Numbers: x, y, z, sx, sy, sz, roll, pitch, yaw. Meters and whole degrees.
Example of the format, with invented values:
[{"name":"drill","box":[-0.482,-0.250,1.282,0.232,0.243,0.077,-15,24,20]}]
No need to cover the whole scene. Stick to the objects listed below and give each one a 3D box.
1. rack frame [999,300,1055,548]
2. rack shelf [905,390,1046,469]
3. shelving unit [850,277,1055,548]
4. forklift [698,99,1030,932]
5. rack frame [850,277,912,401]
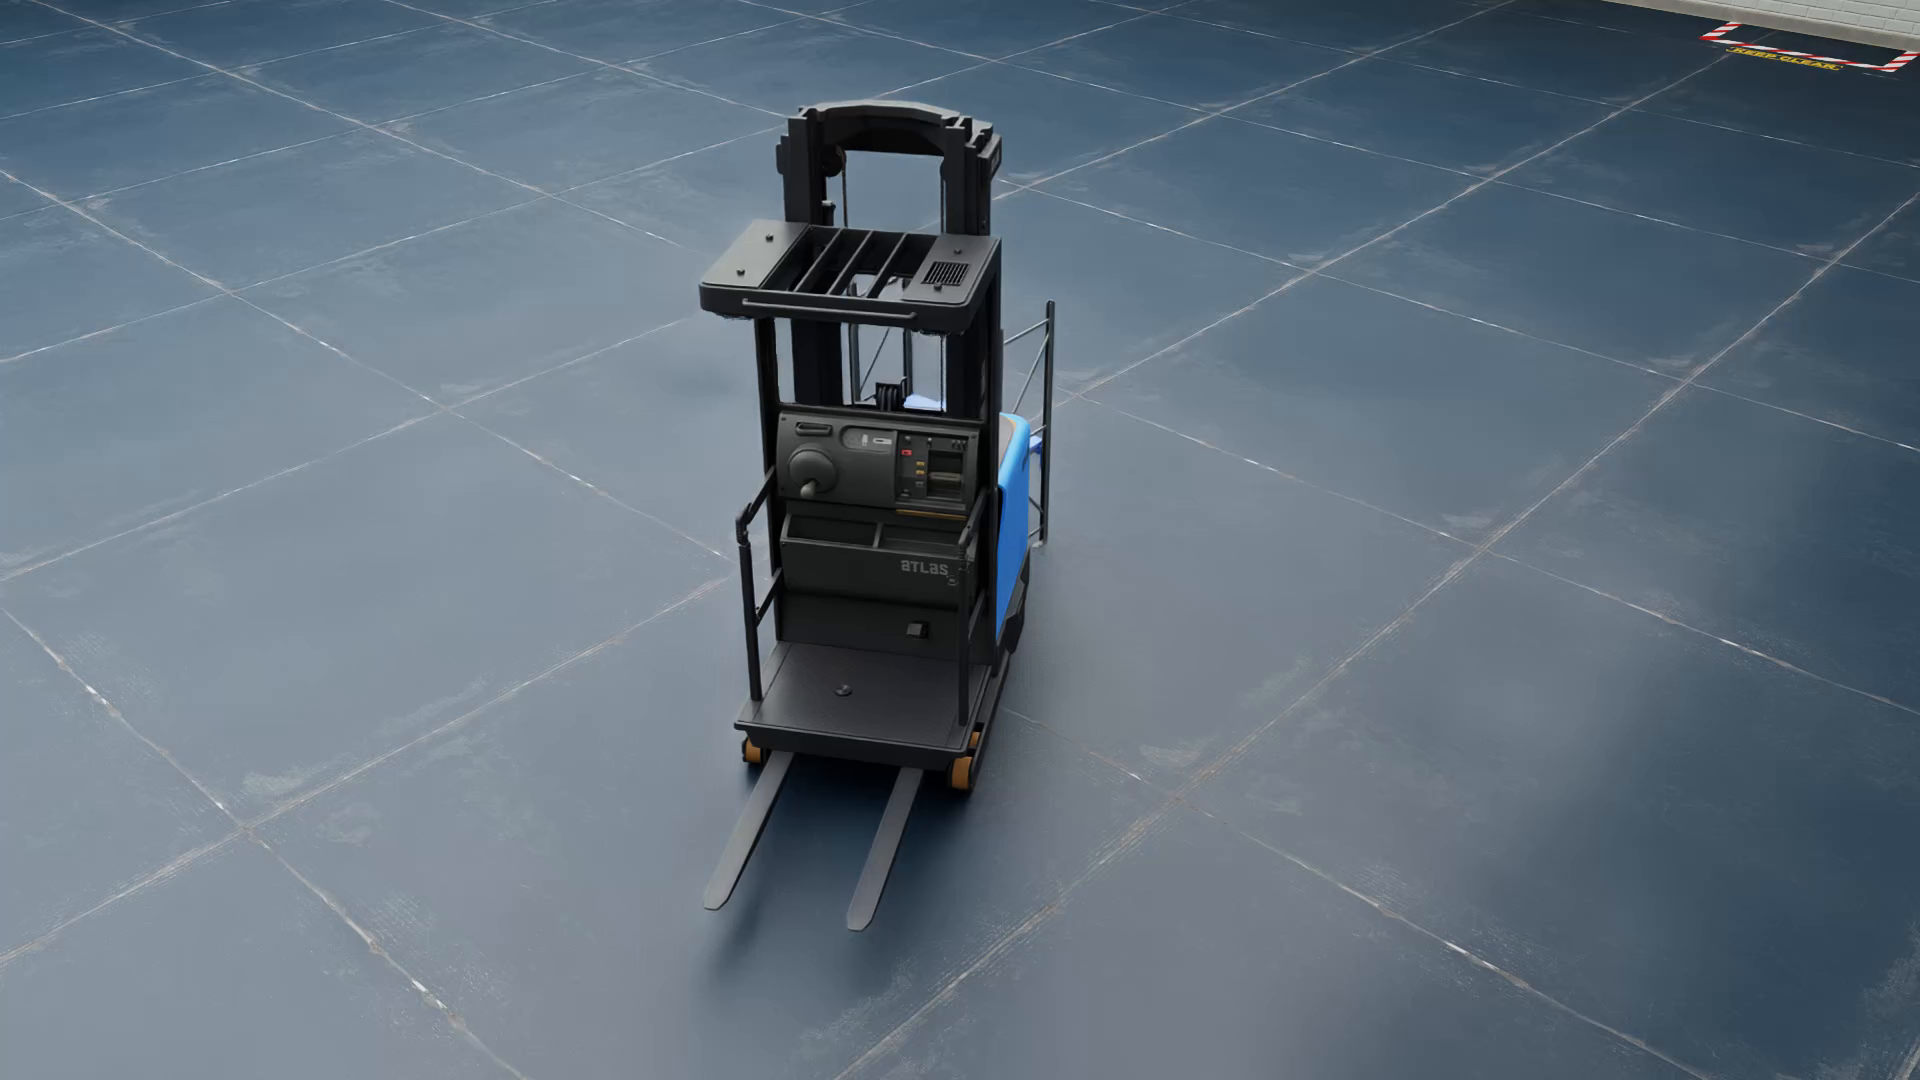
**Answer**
[{"name":"rack frame","box":[0.343,-0.543,9.142,0.032,1.500,0.500,22,38,32]},{"name":"rack shelf","box":[-0.054,-0.553,9.507,1.000,0.185,0.538,22,38,32]},{"name":"shelving unit","box":[-0.054,-0.707,9.414,1.048,1.500,0.538,22,38,32]},{"name":"forklift","box":[-0.416,-0.297,7.345,1.130,2.935,3.031,6,32,10]},{"name":"rack frame","box":[-0.451,-0.870,9.686,0.032,1.500,0.500,22,38,32]}]
